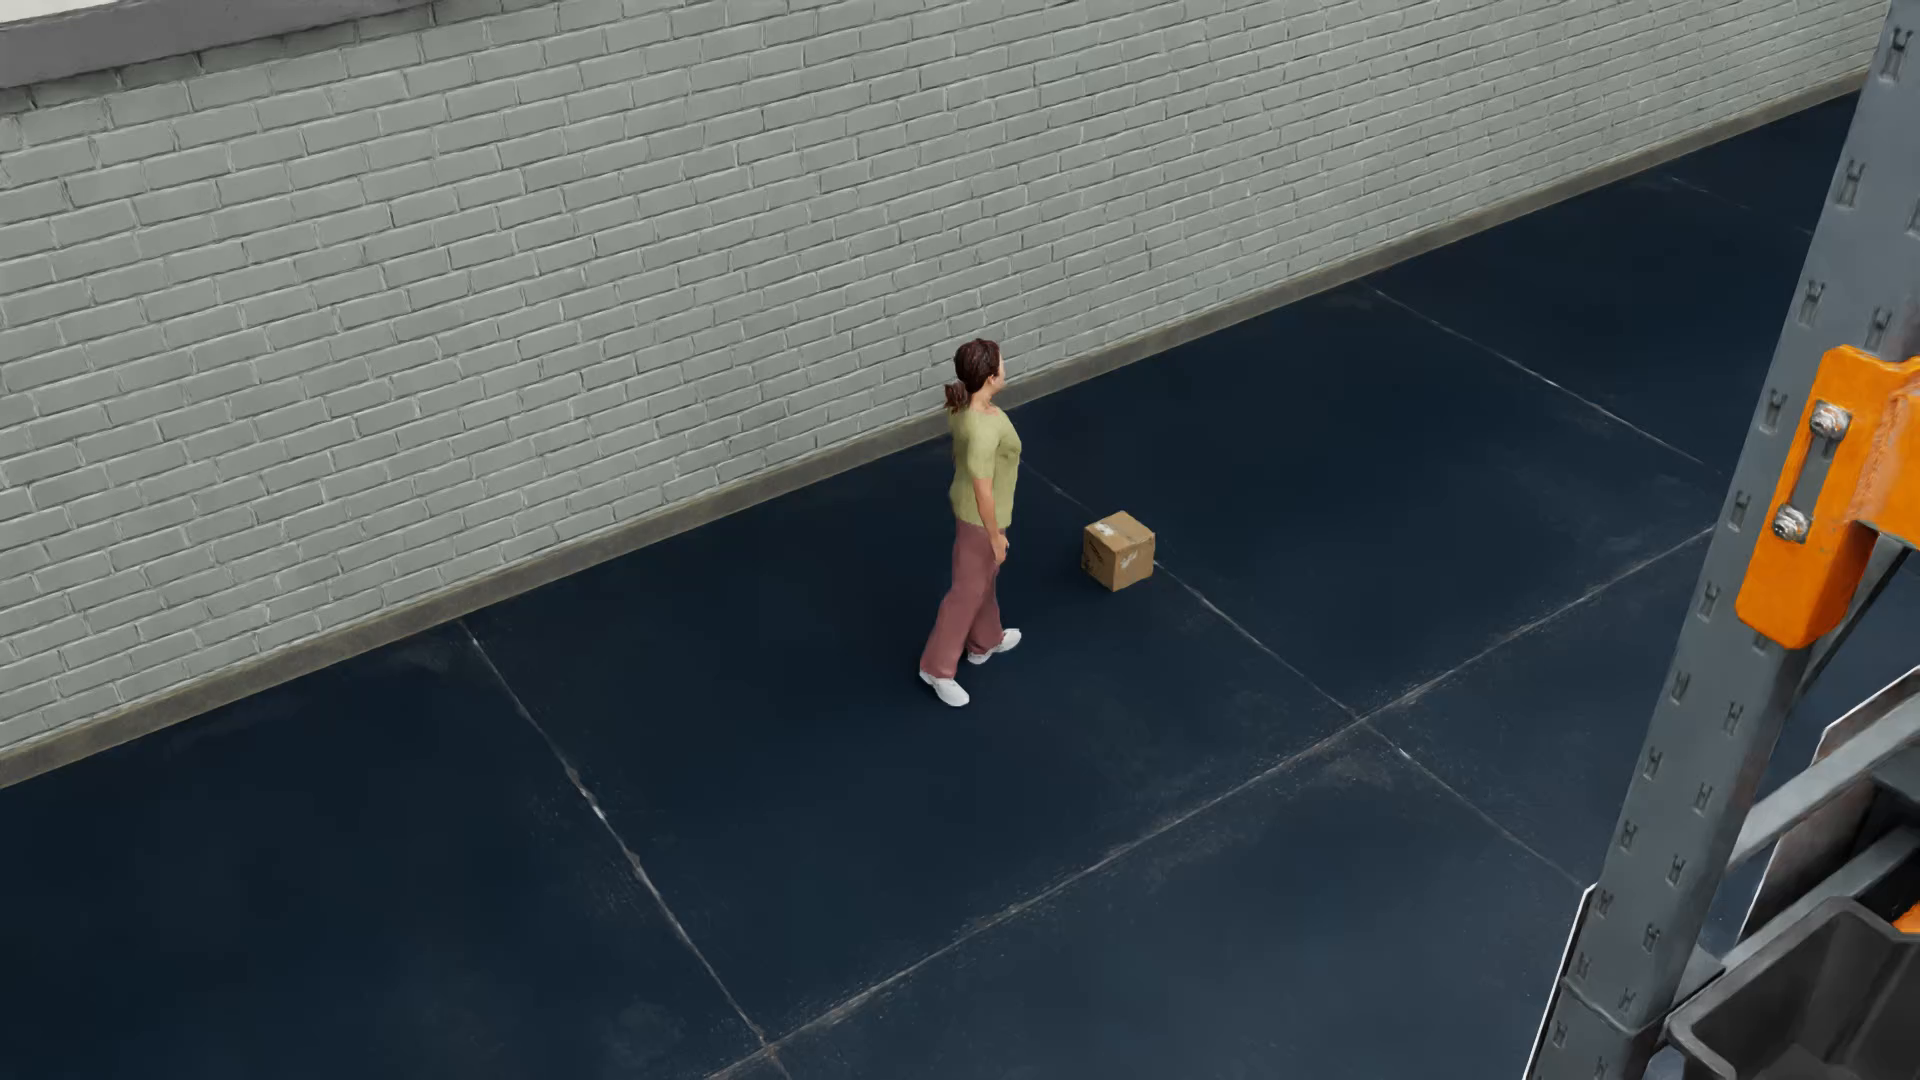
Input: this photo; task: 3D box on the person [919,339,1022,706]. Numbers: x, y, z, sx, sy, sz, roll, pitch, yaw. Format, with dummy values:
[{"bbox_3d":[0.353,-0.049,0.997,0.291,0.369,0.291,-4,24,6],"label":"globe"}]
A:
[{"bbox_3d":[0.054,0.002,7.220,0.528,1.414,0.630,-7,37,-9],"label":"person"}]
